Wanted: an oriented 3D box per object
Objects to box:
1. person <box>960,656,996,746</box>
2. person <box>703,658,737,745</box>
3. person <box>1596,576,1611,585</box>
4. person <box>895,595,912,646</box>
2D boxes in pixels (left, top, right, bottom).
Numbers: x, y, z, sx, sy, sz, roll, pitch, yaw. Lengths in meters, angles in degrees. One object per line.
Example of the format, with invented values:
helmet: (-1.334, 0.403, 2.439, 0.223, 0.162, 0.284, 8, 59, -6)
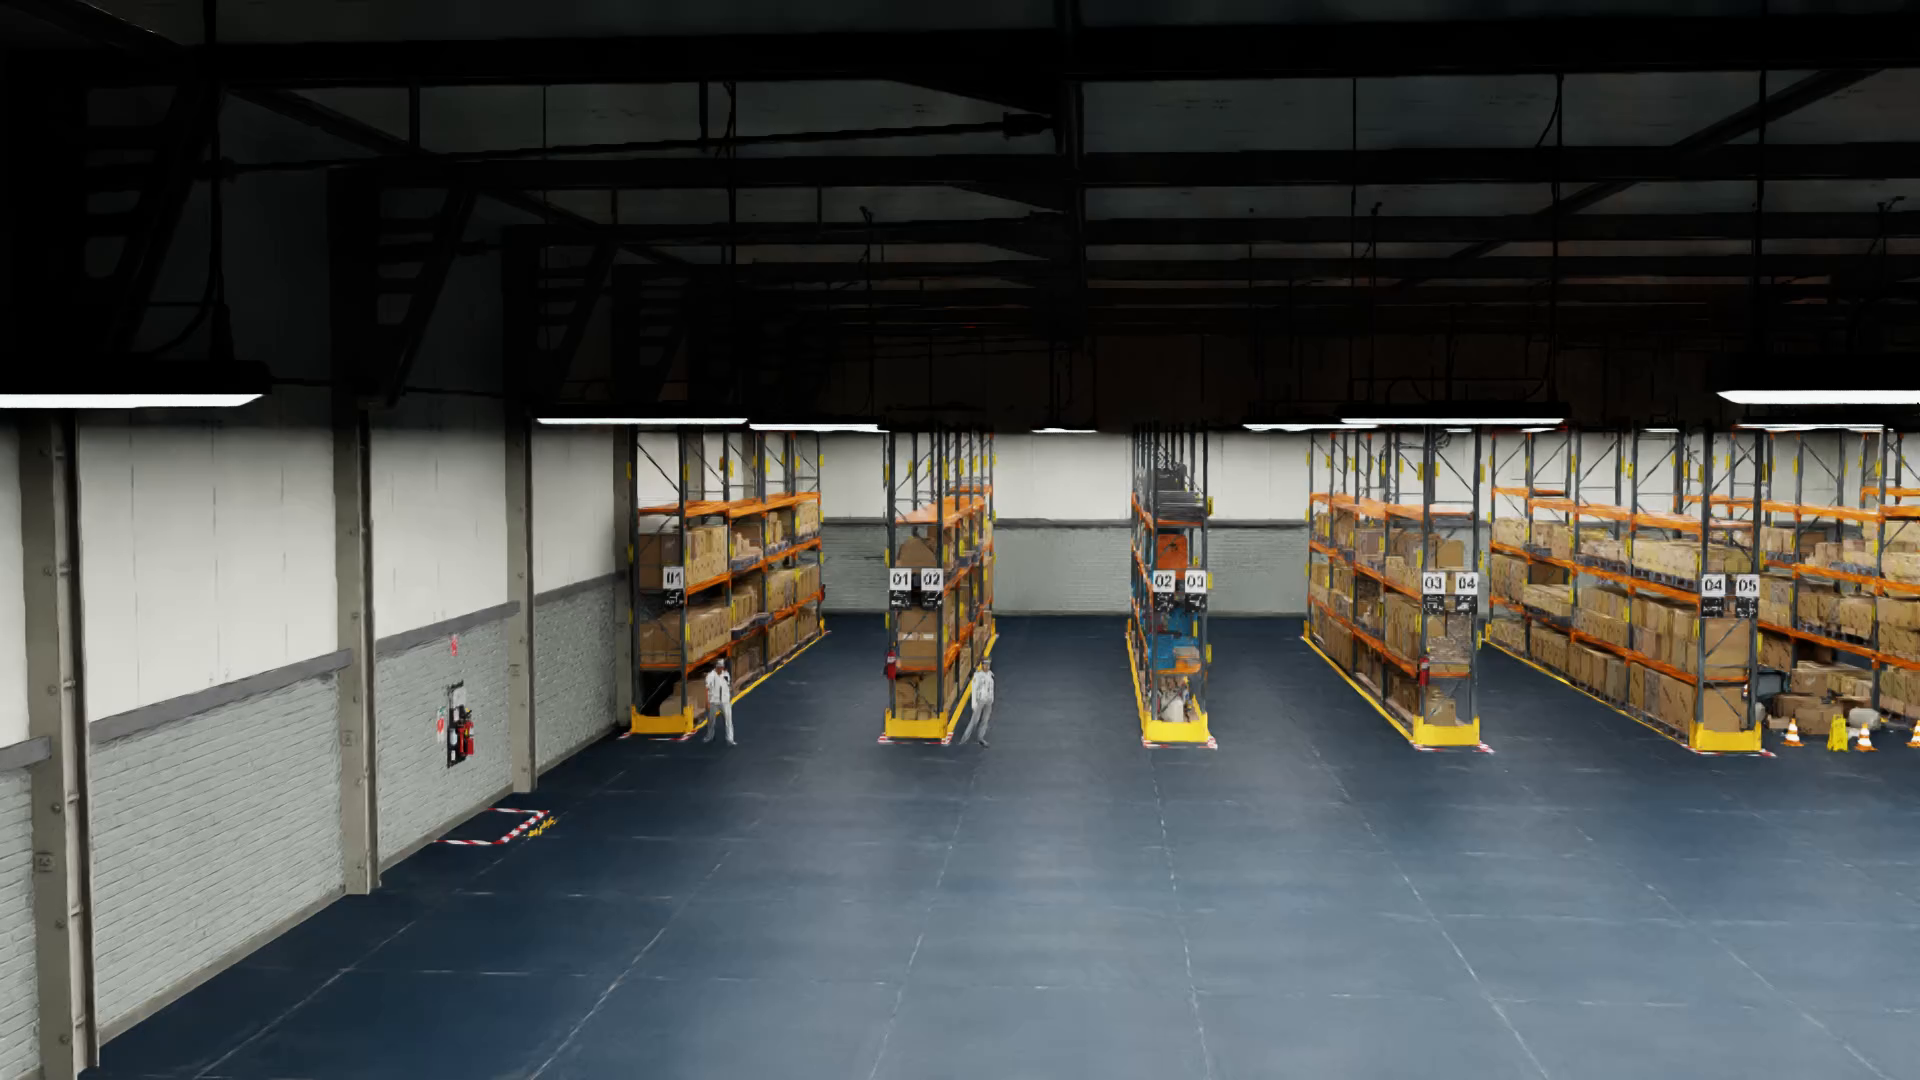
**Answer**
person: (0.347, 2.957, 30.545, 0.645, 1.660, 0.464, -3, 4, -35)
person: (-4.468, 2.974, 30.787, 0.519, 1.613, 0.942, -1, 4, -19)
person: (19.539, 1.726, 50.362, 0.546, 1.634, 0.550, 3, 5, 41)
person: (-1.468, 2.048, 44.935, 0.682, 1.676, 0.535, 0, 4, 3)
